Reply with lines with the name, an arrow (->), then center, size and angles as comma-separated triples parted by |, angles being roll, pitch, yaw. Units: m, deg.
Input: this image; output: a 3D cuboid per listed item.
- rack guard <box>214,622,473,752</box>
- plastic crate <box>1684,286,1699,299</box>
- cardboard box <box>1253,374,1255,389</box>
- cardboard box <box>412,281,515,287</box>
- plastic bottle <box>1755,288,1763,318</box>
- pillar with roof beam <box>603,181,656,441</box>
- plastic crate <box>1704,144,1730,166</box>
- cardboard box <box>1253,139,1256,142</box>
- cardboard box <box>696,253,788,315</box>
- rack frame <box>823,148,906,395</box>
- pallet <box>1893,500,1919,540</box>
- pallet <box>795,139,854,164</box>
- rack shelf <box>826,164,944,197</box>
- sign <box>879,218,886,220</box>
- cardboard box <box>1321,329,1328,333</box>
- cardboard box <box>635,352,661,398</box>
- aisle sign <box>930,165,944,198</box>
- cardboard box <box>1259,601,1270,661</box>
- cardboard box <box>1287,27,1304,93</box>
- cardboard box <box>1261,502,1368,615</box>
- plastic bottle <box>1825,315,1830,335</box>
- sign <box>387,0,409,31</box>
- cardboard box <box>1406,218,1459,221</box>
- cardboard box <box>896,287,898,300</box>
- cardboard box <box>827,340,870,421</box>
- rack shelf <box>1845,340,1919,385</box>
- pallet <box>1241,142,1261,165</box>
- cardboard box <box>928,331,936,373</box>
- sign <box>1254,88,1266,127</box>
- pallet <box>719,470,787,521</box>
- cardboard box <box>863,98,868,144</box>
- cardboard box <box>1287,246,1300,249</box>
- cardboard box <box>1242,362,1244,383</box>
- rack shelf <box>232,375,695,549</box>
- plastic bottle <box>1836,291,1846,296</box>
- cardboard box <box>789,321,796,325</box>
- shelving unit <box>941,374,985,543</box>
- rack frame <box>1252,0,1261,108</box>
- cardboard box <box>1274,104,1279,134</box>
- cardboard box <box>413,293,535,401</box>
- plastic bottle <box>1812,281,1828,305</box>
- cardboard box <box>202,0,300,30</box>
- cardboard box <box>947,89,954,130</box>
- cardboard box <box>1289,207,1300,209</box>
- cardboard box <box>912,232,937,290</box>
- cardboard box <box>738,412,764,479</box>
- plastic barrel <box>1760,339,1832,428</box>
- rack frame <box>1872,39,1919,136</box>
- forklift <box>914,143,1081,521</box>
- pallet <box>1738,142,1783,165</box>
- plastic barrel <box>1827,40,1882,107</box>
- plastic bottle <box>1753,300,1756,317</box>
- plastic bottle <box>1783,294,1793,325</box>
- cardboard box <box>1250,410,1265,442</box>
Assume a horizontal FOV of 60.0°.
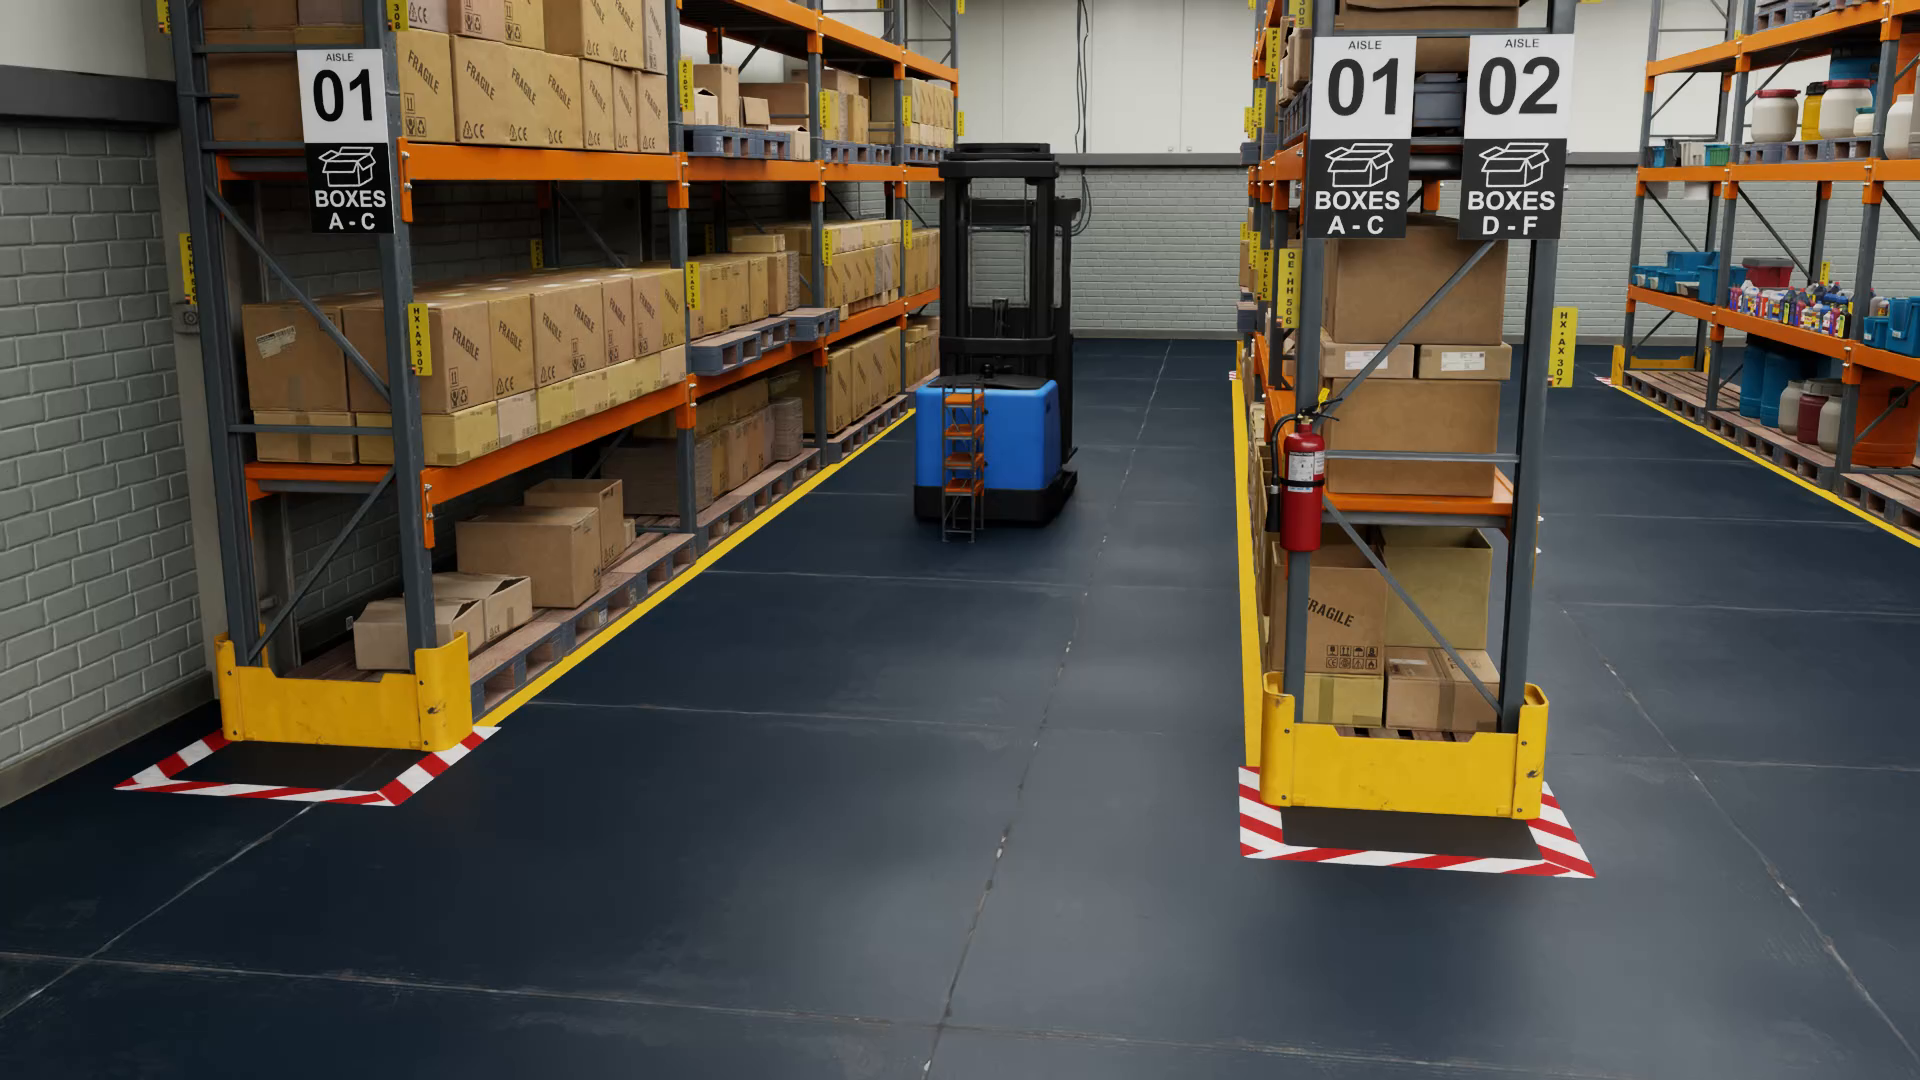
rack guard -> -2.976, 0.703, 8.047 | 1.175, 0.500, 0.348 | 2, 12, 9
plastic crate -> 8.553, -2.817, 18.956 | 0.437, 0.125, 0.590 | 2, 12, 9
cardboard box -> 3.054, -1.583, 15.828 | 0.500, 0.250, 0.500 | 2, 12, 11
cardboard box -> -2.886, -1.229, 9.603 | 0.500, 0.500, 0.500 | 2, 12, 9
plastic bottle -> 8.032, -2.376, 16.676 | 0.061, 0.283, 0.133 | 2, 12, 9
pillar with roof beam -> 1.442, -4.720, 13.033 | 9.100, 9.000, 0.400 | 2, 12, 9
plastic crate -> 8.471, -4.265, 18.441 | 0.416, 0.233, 0.300 | 2, 12, 9
cardboard box -> 3.559, -4.589, 18.718 | 0.500, 0.250, 0.500 | 2, 12, 9
cardboard box -> -1.879, -2.217, 14.381 | 0.700, 0.500, 0.500 | 1, 12, 3
rack frame -> -1.142, -3.002, 19.301 | 1.000, 3.000, 0.127 | 2, 12, 9
pallet -> 7.684, -0.072, 12.324 | 1.003, 0.211, 1.213 | 2, 12, 9
pallet -> -1.711, -3.679, 15.771 | 1.213, 0.211, 1.003 | 2, 12, 11
rack shelf -> -0.835, -4.533, 20.993 | 1.077, 0.370, 4.000 | 2, 12, 9
sign -> -1.075, -4.315, 23.155 | 0.100, 0.325, 0.005 | 2, 12, 9
cardboard box -> 1.856, -0.903, 7.788 | 0.380, 0.149, 0.250 | 2, 12, 8
cardboard box -> -2.231, -1.061, 10.604 | 0.500, 0.250, 0.500 | 2, 12, 9
aisle sign -> -0.220, -5.110, 22.915 | 0.394, 0.787, 0.004 | 2, 12, 9
cardboard box -> 1.838, 0.465, 8.745 | 0.500, 0.250, 0.500 | 2, 12, 9
cardboard box -> 1.909, -2.404, 8.292 | 0.500, 0.311, 0.500 | 3, 13, 15
cardboard box -> 1.835, 0.098, 8.666 | 0.500, 0.500, 0.500 | 2, 12, 9
plastic bottle -> 7.744, -1.920, 14.755 | 0.097, 0.201, 0.097 | 0, 12, 0
sign -> -2.452, -2.380, 7.221 | 0.100, 0.325, 0.005 | 2, 12, 9
cardboard box -> 2.152, -1.349, 8.318 | 0.700, 0.500, 0.500 | 2, 12, 9
cardboard box -> -0.915, -2.809, 18.956 | 0.380, 0.149, 0.250 | 2, 12, 9
cardboard box -> -1.374, -1.654, 17.155 | 0.750, 0.750, 0.750 | 2, 12, 8
rack shelf -> 7.724, -1.080, 12.092 | 1.077, 0.370, 4.000 | 2, 12, 9
pallet -> 3.427, -3.867, 16.642 | 1.213, 0.211, 1.003 | 2, 12, 9
cardboard box -> -0.690, -2.460, 21.724 | 0.700, 0.500, 0.500 | 1, 12, 7
sign -> 2.602, -3.746, 14.409 | 0.100, 0.325, 0.005 | 2, 12, 9
pallet -> -2.069, -0.390, 13.802 | 1.003, 0.211, 1.213 | 2, 12, 9
cardboard box -> -1.386, -4.552, 18.095 | 0.700, 0.500, 0.500 | 1, 12, 6
cardboard box -> 3.453, -2.582, 16.121 | 0.700, 0.500, 0.500 | 4, 13, 19
cardboard box -> 3.676, -2.026, 20.114 | 0.500, 0.311, 0.500 | 2, 12, 9
rack shelf -> -2.680, -0.568, 9.718 | 1.077, 0.370, 4.000 | 2, 12, 9
plastic bottle -> 8.772, -2.346, 16.555 | 0.152, 0.276, 0.135 | 2, 12, 9
cardboard box -> -1.478, -2.117, 15.745 | 0.380, 0.149, 0.250 | 2, 12, 8
shelving unit -> 0.025, -0.621, 12.527 | 0.258, 1.200, 0.503 | 2, 12, 9
rack frame -> 4.368, -6.607, 21.792 | 1.000, 3.000, 0.127 | 2, 12, 9
cardboard box -> 3.172, -3.616, 14.796 | 0.910, 0.500, 0.500 | 2, 12, 9
cardboard box -> -2.532, -0.999, 8.537 | 0.500, 0.500, 0.500 | 2, 12, 9
plastic bottle -> 8.658, -2.421, 16.723 | 0.144, 0.351, 0.185 | 2, 12, 9
cardboard box -> -3.180, -2.616, 7.732 | 0.500, 0.500, 0.500 | 2, 12, 11
cardboard box -> -0.370, -5.687, 21.983 | 0.500, 0.500, 0.500 | 2, 12, 8
cardboard box -> 4.571, -4.111, 21.837 | 0.500, 0.500, 0.500 | 2, 12, 8
cardboard box -> -0.823, -3.564, 21.200 | 0.980, 0.700, 0.700 | 1, 12, 6
cardboard box -> -2.059, -0.803, 13.987 | 0.700, 0.500, 0.500 | 2, 12, 8
plastic barrel -> 8.437, -1.600, 16.782 | 0.600, 0.901, 0.708 | 2, 12, 9
rack frame -> 8.032, -4.781, 13.316 | 1.000, 3.000, 0.127 | 2, 12, 9
forklift -> 0.418, -1.841, 14.081 | 1.130, 2.935, 3.031 | 2, 12, 10
pallet -> 8.623, -3.888, 16.744 | 1.213, 0.211, 1.003 | 2, 12, 9
plastic barrel -> 8.535, -4.237, 15.727 | 0.600, 0.901, 0.708 | 2, 12, 9
plastic bottle -> 8.068, -2.360, 16.793 | 0.097, 0.201, 0.097 | 0, 12, 0
plastic bottle -> 7.897, -2.193, 15.827 | 0.061, 0.283, 0.133 | 2, 12, 9
cardboard box -> 2.695, -0.935, 13.912 | 0.500, 0.311, 0.500 | 2, 12, 7
